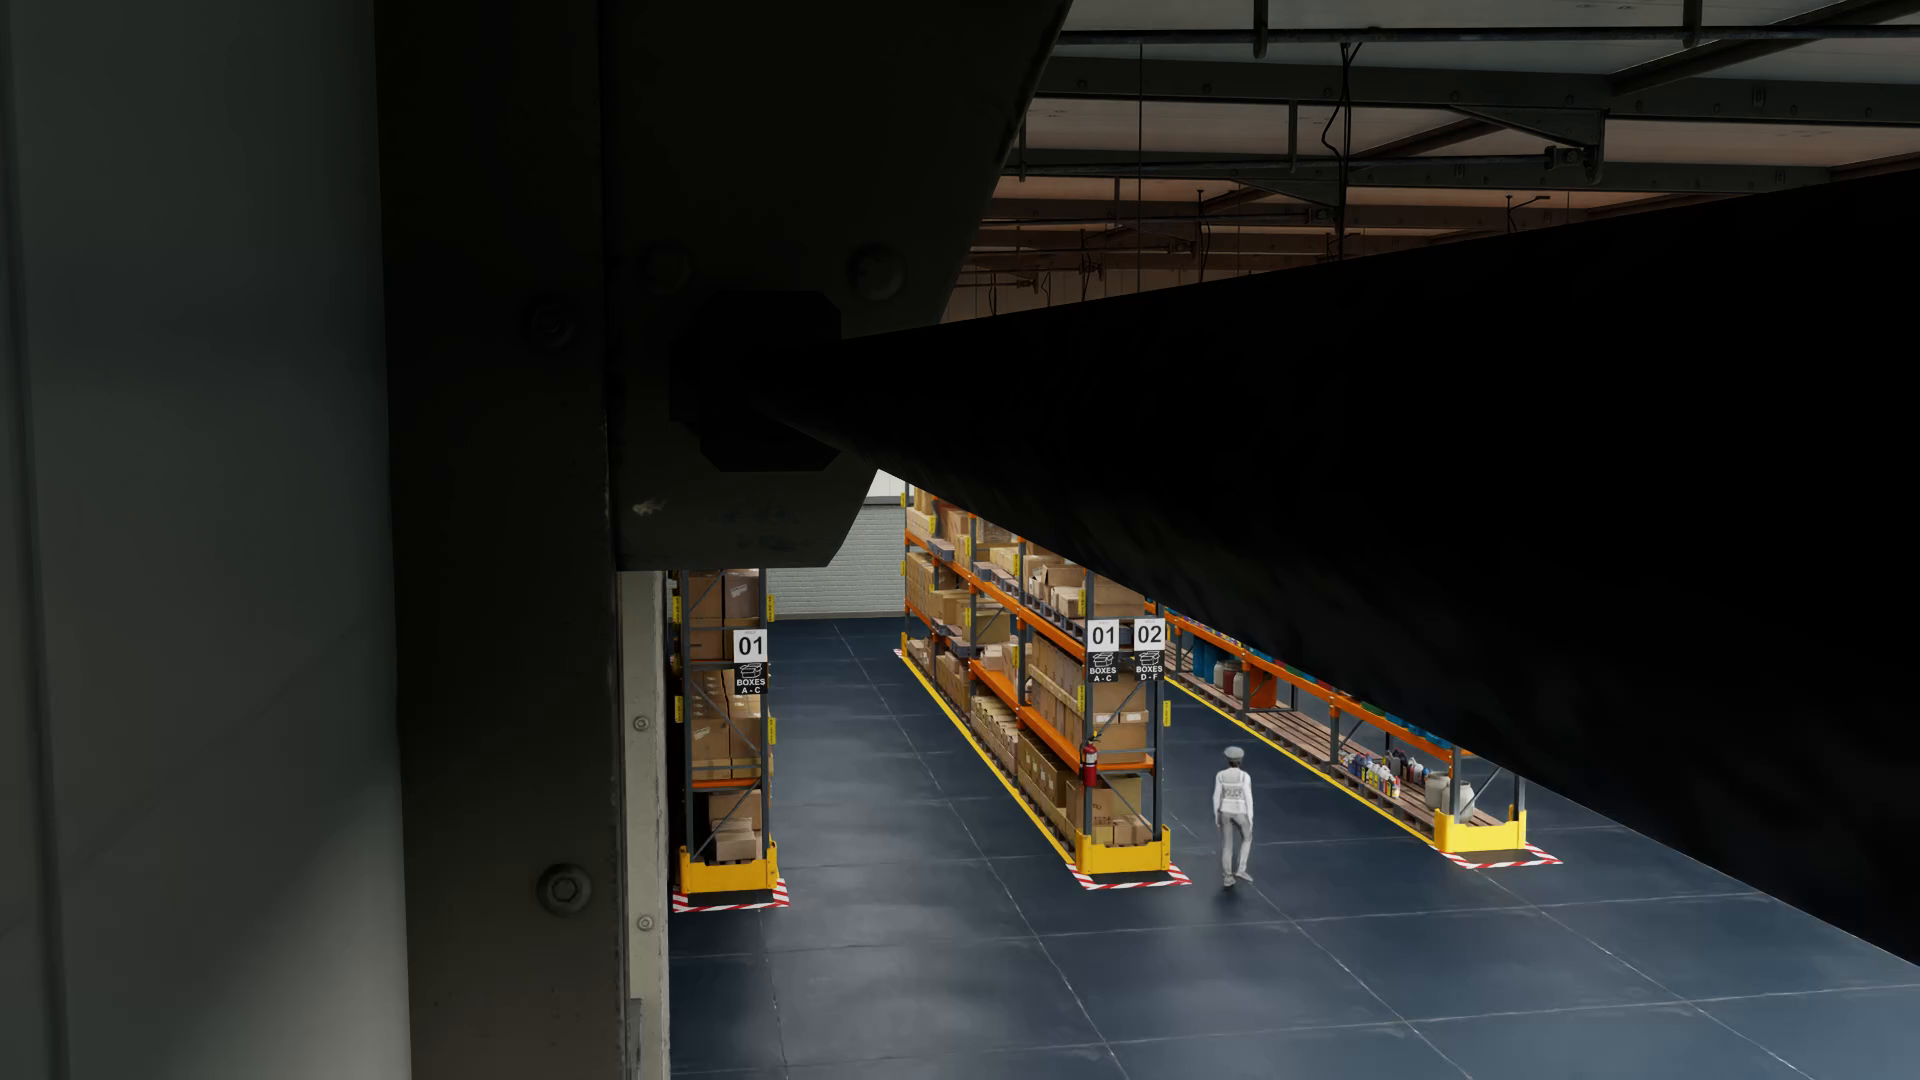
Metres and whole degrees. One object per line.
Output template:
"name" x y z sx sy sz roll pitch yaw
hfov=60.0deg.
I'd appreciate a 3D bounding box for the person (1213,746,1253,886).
"person" 3.345 3.385 20.367 0.522 1.684 0.497 3 7 25
